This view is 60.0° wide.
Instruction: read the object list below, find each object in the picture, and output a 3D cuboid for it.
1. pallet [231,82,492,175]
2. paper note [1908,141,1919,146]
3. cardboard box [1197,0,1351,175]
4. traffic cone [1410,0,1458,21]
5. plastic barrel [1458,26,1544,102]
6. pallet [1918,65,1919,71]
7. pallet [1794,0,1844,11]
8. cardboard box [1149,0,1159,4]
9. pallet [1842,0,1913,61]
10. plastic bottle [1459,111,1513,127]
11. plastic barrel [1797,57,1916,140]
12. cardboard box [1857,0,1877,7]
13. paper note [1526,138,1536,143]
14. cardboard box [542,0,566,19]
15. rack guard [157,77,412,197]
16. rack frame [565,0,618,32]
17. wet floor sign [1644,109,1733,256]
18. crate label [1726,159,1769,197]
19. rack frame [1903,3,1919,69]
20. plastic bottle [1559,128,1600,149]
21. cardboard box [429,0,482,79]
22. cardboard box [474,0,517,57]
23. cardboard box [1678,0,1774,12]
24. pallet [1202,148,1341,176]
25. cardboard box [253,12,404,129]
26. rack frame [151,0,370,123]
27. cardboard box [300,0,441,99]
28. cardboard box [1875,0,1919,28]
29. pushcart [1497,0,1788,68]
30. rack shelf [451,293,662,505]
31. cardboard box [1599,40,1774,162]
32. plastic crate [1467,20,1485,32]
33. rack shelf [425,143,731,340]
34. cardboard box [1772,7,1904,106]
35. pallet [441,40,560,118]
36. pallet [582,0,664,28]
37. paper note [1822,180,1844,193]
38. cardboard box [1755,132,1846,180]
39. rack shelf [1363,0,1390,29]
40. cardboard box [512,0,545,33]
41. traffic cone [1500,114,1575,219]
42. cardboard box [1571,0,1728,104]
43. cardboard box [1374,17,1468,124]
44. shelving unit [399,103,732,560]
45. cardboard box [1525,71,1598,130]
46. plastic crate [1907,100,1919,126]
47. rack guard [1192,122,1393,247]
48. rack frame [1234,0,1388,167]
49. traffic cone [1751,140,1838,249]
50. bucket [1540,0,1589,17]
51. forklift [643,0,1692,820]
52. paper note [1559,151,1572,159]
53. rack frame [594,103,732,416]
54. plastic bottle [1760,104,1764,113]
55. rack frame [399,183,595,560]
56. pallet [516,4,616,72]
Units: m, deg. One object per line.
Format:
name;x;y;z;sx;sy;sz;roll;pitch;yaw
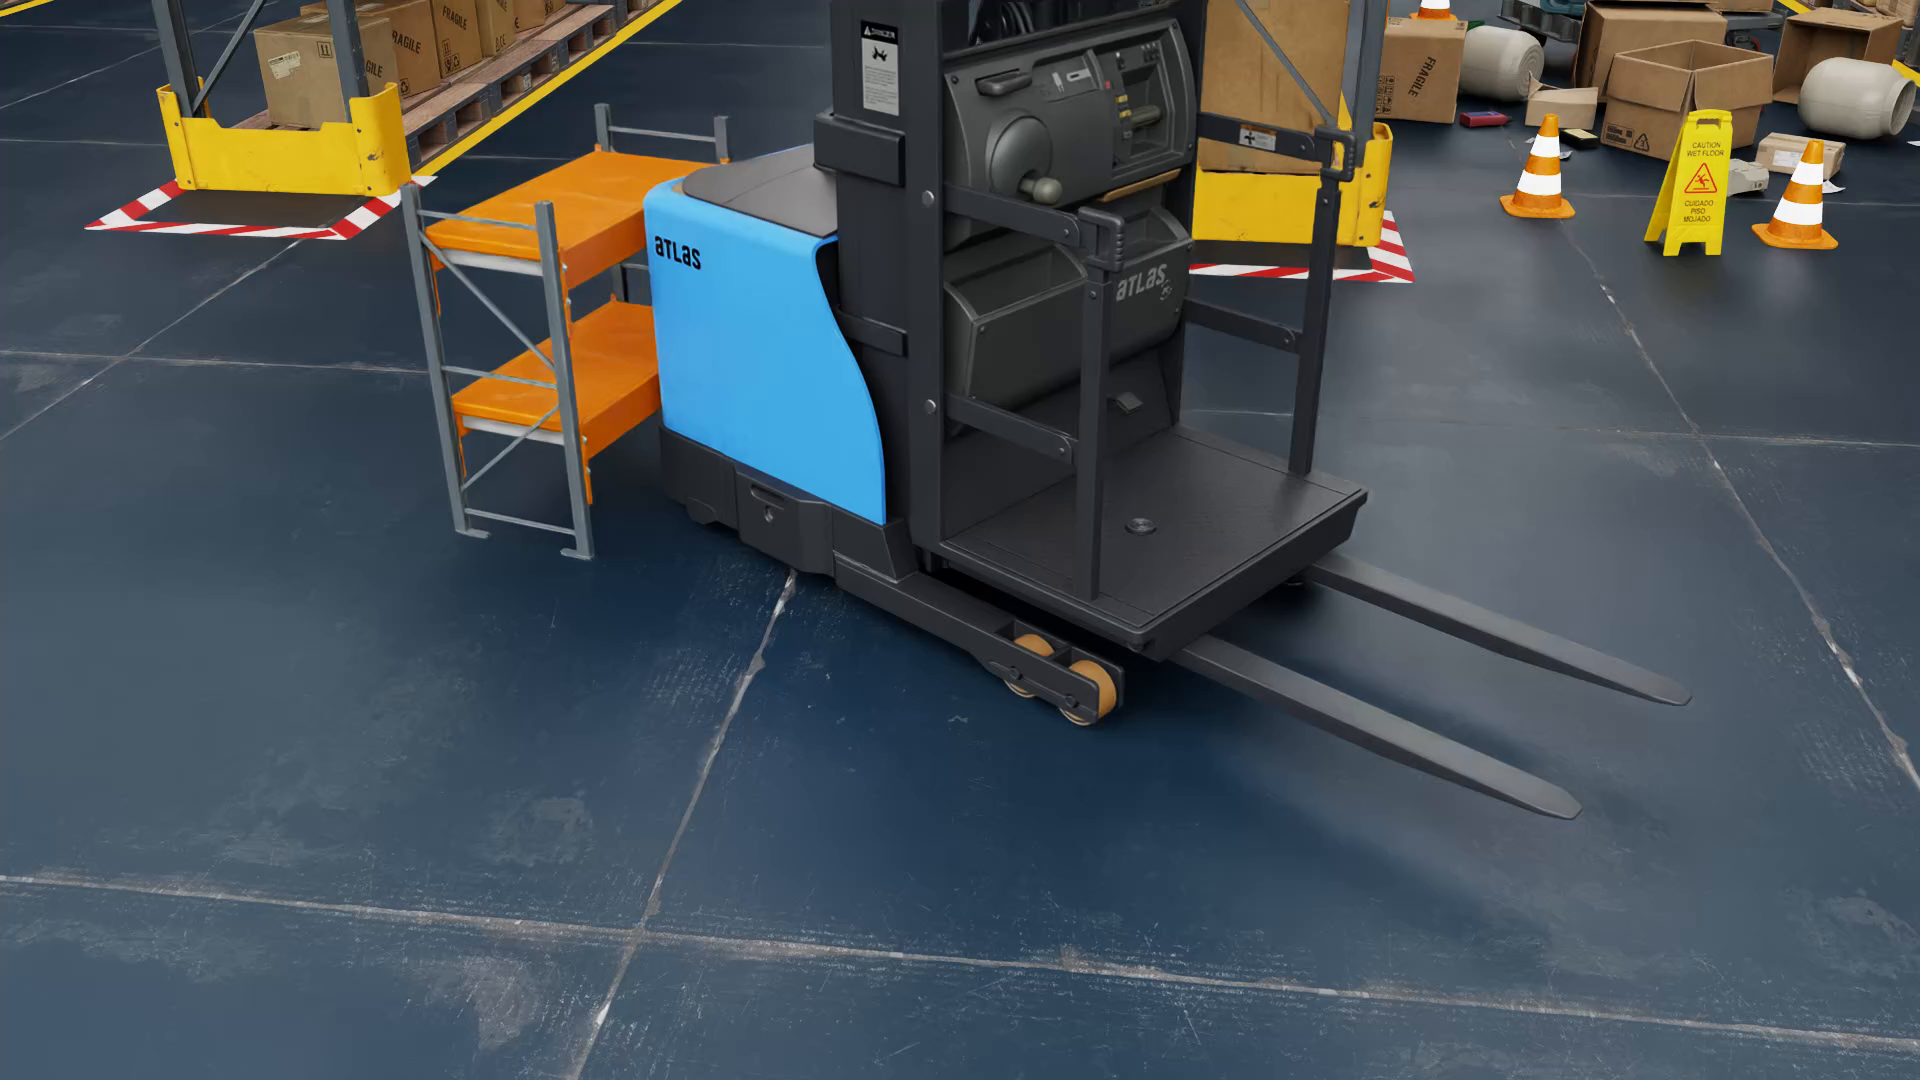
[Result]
pallet;-3.348;-2.343;9.377;1.003;0.211;1.213;3;28;6
paper note;5.451;-2.237;9.370;0.142;0.019;0.148;-6;29;-11
cardboard box;1.436;-2.391;8.324;0.875;0.875;0.875;4;29;6
traffic cone;3.572;-4.128;12.425;0.336;0.463;0.334;3;28;6
plastic barrel;3.292;-2.944;10.269;0.421;0.421;0.512;-24;36;-37
pallet;6.786;-2.916;10.440;1.003;0.211;1.213;3;28;6
pallet;7.075;-4.177;12.780;1.003;0.211;1.213;3;28;6
cardboard box;1.895;-4.194;11.801;1.050;0.750;0.750;3;28;6
pallet;6.928;-3.601;11.711;1.003;0.211;1.213;3;28;6
plastic bottle;3.100;-2.478;9.785;0.283;0.061;0.133;-6;29;-11
plastic barrel;5.094;-2.505;9.453;0.421;0.421;0.512;-24;36;-37
cardboard box;6.980;-4.075;11.980;0.950;0.372;0.625;5;29;9
paper note;3.252;-2.275;9.463;0.032;0.001;0.123;20;34;32
cardboard box;-3.090;-3.936;11.586;0.500;0.500;0.500;3;28;5
rack guard;-3.482;-2.090;8.602;1.175;0.500;0.348;3;28;6
rack frame;-3.002;-5.038;11.438;1.000;3.000;0.127;3;28;6
wet floor sign;3.380;-1.654;7.639;0.267;0.644;0.232;-1;28;-3
crate label;4.007;-1.874;8.584;0.250;0.136;0.298;-11;30;-20
rack frame;6.834;-4.462;10.369;1.000;3.000;0.127;3;28;6
plastic bottle;3.491;-2.280;9.419;0.133;0.061;0.283;-6;29;-11
cardboard box;-3.264;-3.109;10.051;0.500;0.500;0.500;6;29;11
cardboard box;-3.151;-3.369;10.534;0.500;0.500;0.500;1;28;2
cardboard box;5.063;-3.784;10.948;0.500;0.500;0.500;3;28;6
pallet;1.439;-1.972;8.688;1.003;0.211;1.213;3;28;6
cardboard box;-3.399;-2.532;8.980;0.500;0.500;0.500;9;30;16
rack frame;-3.492;-3.155;7.943;1.000;3.000;0.127;3;28;6
cardboard box;-3.359;-2.816;9.506;0.500;0.500;0.500;11;30;19
cardboard box;6.895;-3.737;11.351;0.950;0.372;0.625;4;29;7
pushcart;4.565;-3.416;11.193;1.648;0.377;0.936;-6;29;-11
rack shelf;-1.182;-0.492;5.493;0.538;0.278;1.000;11;30;19
cardboard box;4.046;-2.454;9.274;0.797;0.503;0.637;-17;33;-29
plastic crate;3.187;-3.331;11.175;0.450;0.188;0.662;9;28;37
rack shelf;-1.182;-0.965;5.238;0.538;0.278;1.000;11;30;19
cardboard box;5.352;-2.937;10.172;0.500;0.500;0.500;-24;36;-37
pallet;-3.196;-2.916;10.440;1.003;0.211;1.213;3;28;6
pallet;-2.908;-4.177;12.780;1.003;0.211;1.213;3;28;6
paper note;4.484;-1.832;8.619;0.148;0.019;0.142;-6;29;-11
cardboard box;4.499;-2.058;8.913;0.380;0.149;0.250;20;34;32
rack shelf;1.664;-3.444;9.238;1.077;0.370;4.000;3;28;6
cardboard box;-3.153;-3.666;11.085;0.500;0.500;0.500;13;31;22
traffic cone;2.893;-1.870;8.232;0.336;0.463;0.334;3;28;6
cardboard box;4.153;-2.954;10.060;0.797;0.637;0.503;3;28;6
cardboard box;2.737;-2.812;9.940;0.500;0.500;0.500;8;29;15
shelving unit;-1.182;-0.707;5.377;0.538;1.125;1.048;11;30;19
cardboard box;3.526;-2.582;9.763;0.396;0.266;0.258;8;29;15
plastic crate;5.827;-2.485;9.778;0.402;0.080;0.583;-6;29;-11
rack guard;1.416;-1.707;7.892;1.175;0.500;0.348;3;28;6
rack frame;1.418;-2.819;7.320;1.000;3.000;0.127;3;28;6
traffic cone;3.973;-1.644;7.813;0.336;0.463;0.334;3;28;6
bucket;4.180;-3.732;10.863;0.726;0.611;0.620;14;21;24
forklift;0.461;-1.087;4.177;3.031;2.935;1.130;24;36;37
paper note;3.290;-2.131;9.175;0.144;0.017;0.142;14;31;24
rack frame;-0.994;-0.931;5.793;0.500;1.125;0.032;11;30;19
plastic bottle;4.814;-2.670;10.141;0.133;0.061;0.283;8;29;15
rack frame;-1.370;-0.483;4.961;0.500;1.125;0.032;11;30;19
pallet;-3.049;-3.492;11.509;1.003;0.211;1.213;3;28;6
